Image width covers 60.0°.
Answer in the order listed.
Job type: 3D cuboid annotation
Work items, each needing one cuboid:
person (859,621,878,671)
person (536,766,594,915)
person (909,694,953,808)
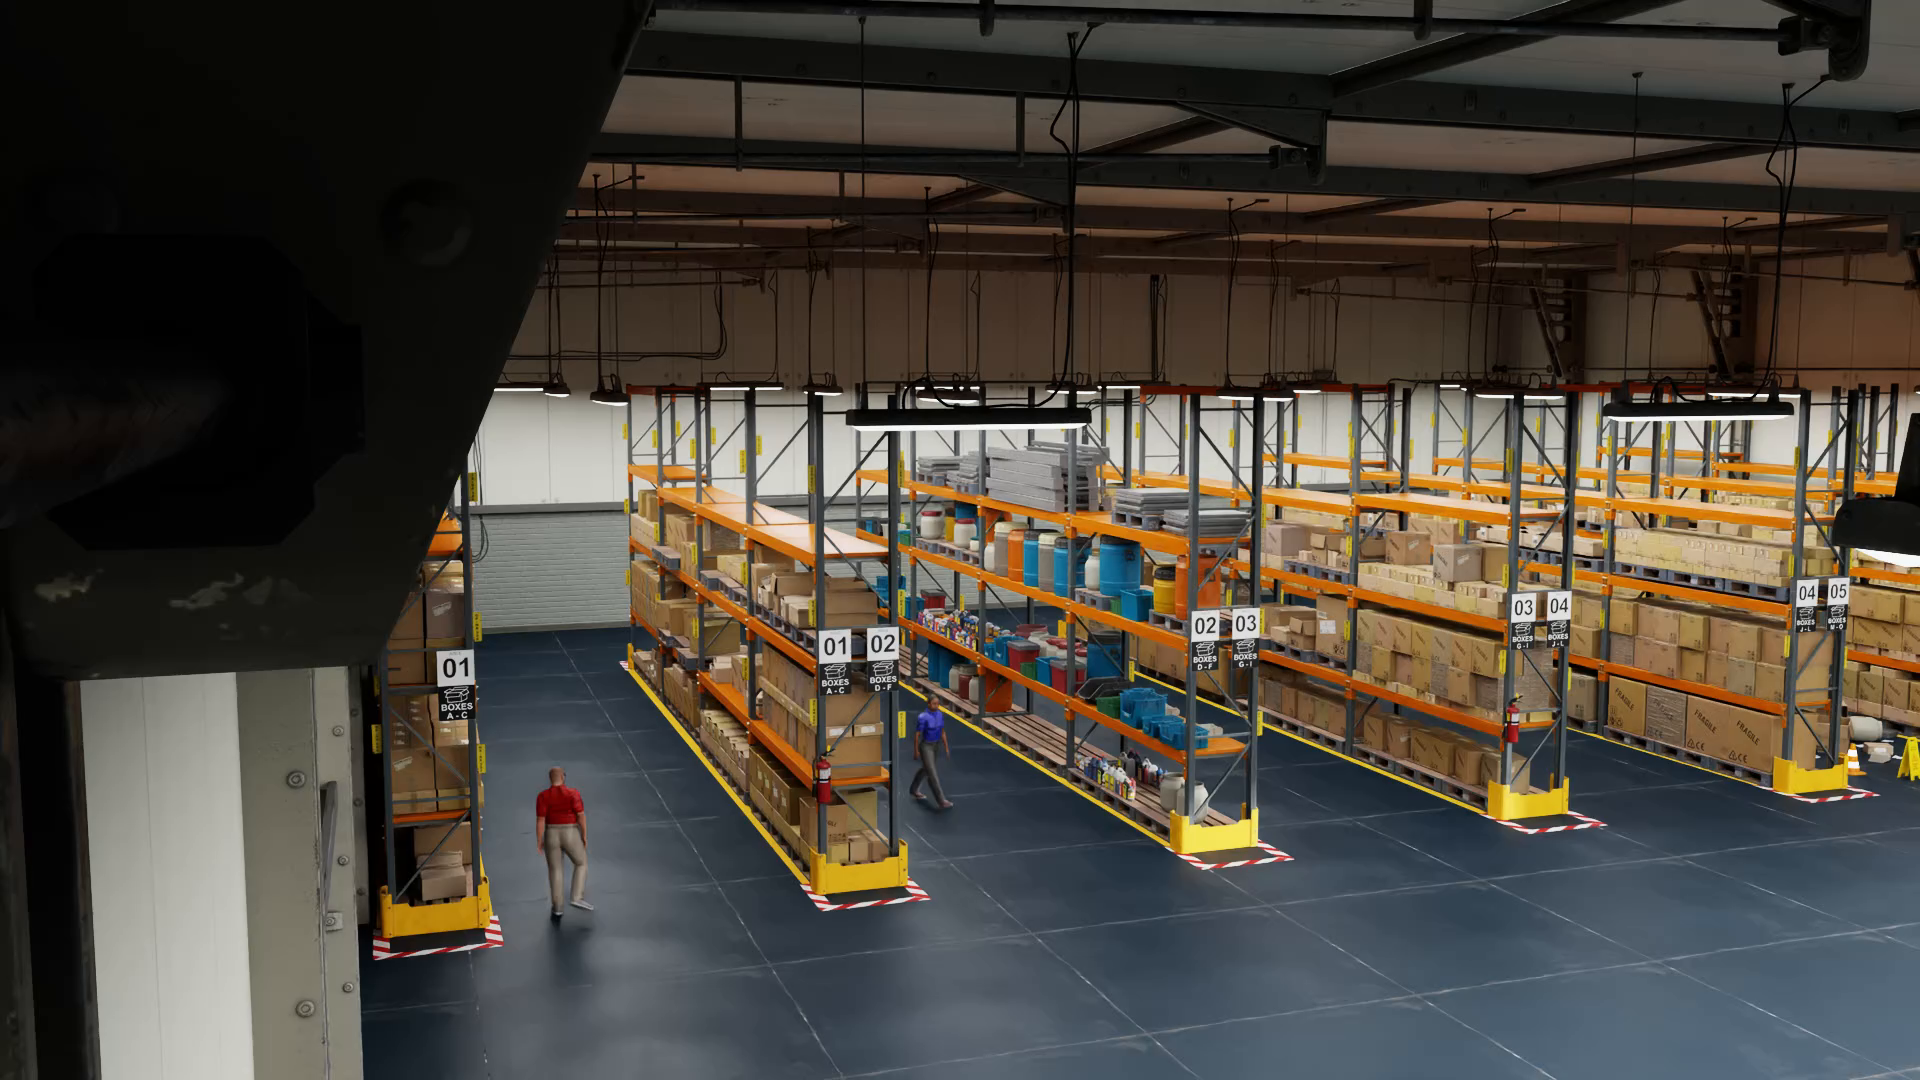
[{"bbox_3d":[-1.955,1.951,34.209,0.548,1.650,1.069,0,6,-3],"label":"person"},{"bbox_3d":[-4.588,3.475,19.297,0.640,1.714,0.458,0,6,-5],"label":"person"},{"bbox_3d":[-0.388,3.025,24.086,1.011,1.599,0.482,5,7,38],"label":"person"}]
